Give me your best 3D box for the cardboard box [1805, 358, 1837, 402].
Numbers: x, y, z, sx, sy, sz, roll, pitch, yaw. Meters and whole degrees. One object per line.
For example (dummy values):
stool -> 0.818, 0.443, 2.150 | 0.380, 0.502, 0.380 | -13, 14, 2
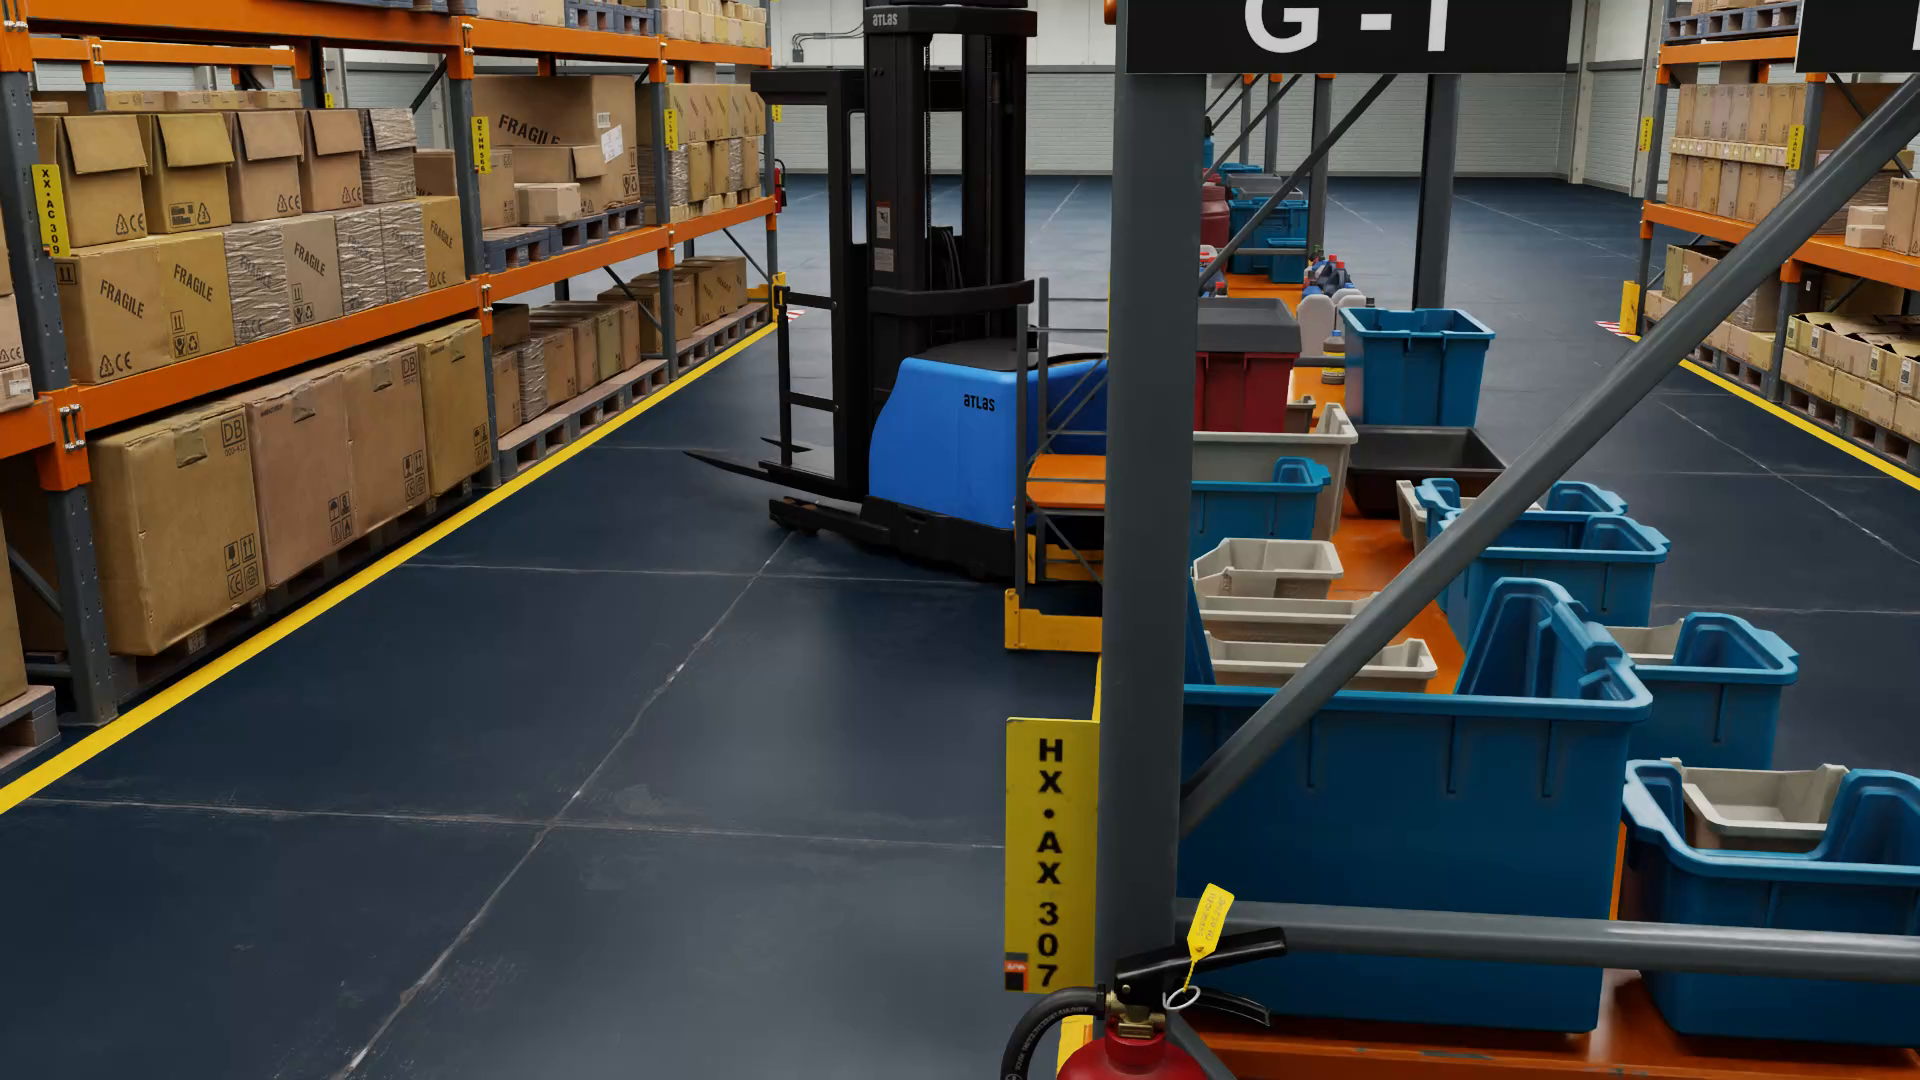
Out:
cardboard box -> 6.573, -1.172, 12.211 | 0.500, 0.250, 0.500 | 2, 15, 8

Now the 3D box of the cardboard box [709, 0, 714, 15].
cardboard box -> -2.472, -4.869, 15.200 | 0.380, 0.149, 0.250 | 2, 15, 8

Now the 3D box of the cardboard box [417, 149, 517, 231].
cardboard box -> -3.386, -2.321, 11.004 | 0.700, 0.500, 0.500 | 4, 16, 15

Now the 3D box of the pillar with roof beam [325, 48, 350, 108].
pillar with roof beam -> -11.235, -13.133, 40.491 | 9.100, 9.000, 0.400 | 2, 15, 6

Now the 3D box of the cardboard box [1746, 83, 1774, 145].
cardboard box -> 7.080, -3.577, 13.966 | 0.700, 0.500, 0.500 | 2, 15, 6

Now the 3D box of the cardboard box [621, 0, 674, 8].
cardboard box -> -2.576, -4.462, 13.694 | 0.380, 0.149, 0.250 | 1, 15, 5

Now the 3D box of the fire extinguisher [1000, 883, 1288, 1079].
fire extinguisher -> 0.179, 0.683, 1.754 | 0.296, 0.674, 0.183 | 2, 15, 6

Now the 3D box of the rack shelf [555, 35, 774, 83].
rack shelf -> -2.694, -4.438, 15.461 | 1.077, 0.370, 4.000 | 2, 15, 6

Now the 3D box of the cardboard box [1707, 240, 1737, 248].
cardboard box -> 7.610, -2.653, 16.253 | 0.500, 0.500, 0.500 | 2, 15, 6

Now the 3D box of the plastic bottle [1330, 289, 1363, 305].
plastic bottle -> 1.661, -0.947, 7.156 | 0.152, 0.276, 0.135 | 2, 15, 6

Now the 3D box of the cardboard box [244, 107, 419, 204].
cardboard box -> -3.469, -2.125, 9.160 | 0.797, 0.503, 0.637 | 2, 15, 8

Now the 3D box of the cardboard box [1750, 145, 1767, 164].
cardboard box -> 6.858, -3.228, 13.919 | 0.380, 0.149, 0.250 | 2, 15, 6

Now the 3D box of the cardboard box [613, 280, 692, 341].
cardboard box -> -2.777, -2.066, 15.041 | 0.500, 0.500, 0.500 | 7, 17, 24

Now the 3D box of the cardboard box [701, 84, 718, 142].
cardboard box -> -2.504, -3.862, 15.021 | 0.500, 0.500, 0.500 | 2, 15, 6

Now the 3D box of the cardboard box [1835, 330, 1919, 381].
cardboard box -> 6.510, -1.308, 11.643 | 0.500, 0.311, 0.500 | 1, 15, 4

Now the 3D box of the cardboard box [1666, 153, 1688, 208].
cardboard box -> 7.309, -3.491, 16.134 | 0.700, 0.500, 0.500 | 2, 15, 6

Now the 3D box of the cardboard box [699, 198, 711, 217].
cardboard box -> -2.466, -3.003, 15.003 | 0.380, 0.149, 0.250 | 2, 15, 6

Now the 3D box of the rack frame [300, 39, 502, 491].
rack frame -> -3.371, -1.781, 10.003 | 1.000, 3.000, 0.127 | 2, 15, 6

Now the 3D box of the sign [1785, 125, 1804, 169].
sign -> 6.372, -2.998, 12.693 | 0.100, 0.325, 0.005 | 2, 15, 6

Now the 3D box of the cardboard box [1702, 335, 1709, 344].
cardboard box -> 6.922, -1.917, 14.969 | 0.500, 0.250, 0.500 | 2, 15, 6

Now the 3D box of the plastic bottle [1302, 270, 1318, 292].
plastic bottle -> 1.636, -1.122, 7.787 | 0.061, 0.283, 0.133 | 2, 15, 6

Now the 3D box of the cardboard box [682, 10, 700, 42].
cardboard box -> -2.559, -4.441, 14.380 | 0.500, 0.250, 0.500 | 2, 15, 6

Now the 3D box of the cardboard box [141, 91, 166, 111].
cardboard box -> -7.814, -3.825, 15.207 | 0.875, 0.550, 0.550 | 2, 15, 6

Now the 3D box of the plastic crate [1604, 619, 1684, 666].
plastic crate -> 1.198, 0.227, 2.967 | 0.250, 0.136, 0.298 | 2, 15, 6

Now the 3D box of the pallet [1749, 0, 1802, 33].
pallet -> 6.994, -4.153, 13.198 | 1.003, 0.211, 1.213 | 2, 15, 6

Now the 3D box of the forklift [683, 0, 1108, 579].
forklift -> -0.434, -1.531, 9.210 | 1.130, 2.935, 3.031 | -14, 21, -42

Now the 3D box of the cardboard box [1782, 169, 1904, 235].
cardboard box -> 6.967, -2.690, 13.170 | 0.700, 0.500, 0.500 | 1, 15, 5

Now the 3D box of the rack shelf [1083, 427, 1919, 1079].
rack shelf -> 0.874, 0.268, 3.803 | 1.077, 0.370, 4.000 | 2, 15, 6

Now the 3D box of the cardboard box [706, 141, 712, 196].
cardboard box -> -2.759, -3.387, 15.179 | 0.875, 0.500, 0.500 | 2, 15, 6

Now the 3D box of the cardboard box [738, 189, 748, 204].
cardboard box -> -2.344, -3.459, 16.690 | 0.380, 0.149, 0.250 | 2, 15, 6

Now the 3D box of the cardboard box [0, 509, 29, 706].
cardboard box -> -3.976, 0.248, 5.765 | 0.875, 0.875, 0.875 | 2, 15, 6

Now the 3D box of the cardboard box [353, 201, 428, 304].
cardboard box -> -3.242, -1.565, 9.012 | 0.500, 0.500, 0.500 | 2, 15, 6

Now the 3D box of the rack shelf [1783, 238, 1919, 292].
rack shelf -> 6.698, -1.660, 10.933 | 1.077, 0.370, 4.000 | 2, 15, 6

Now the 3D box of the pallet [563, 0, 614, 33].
pallet -> -3.209, -3.750, 11.897 | 1.213, 0.211, 1.003 | 2, 15, 6

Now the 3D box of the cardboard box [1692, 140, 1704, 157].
cardboard box -> 7.029, -3.631, 15.409 | 0.380, 0.149, 0.250 | 1, 15, 5

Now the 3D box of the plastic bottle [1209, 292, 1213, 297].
plastic bottle -> 1.062, -0.909, 7.025 | 0.097, 0.271, 0.097 | 0, 15, 0

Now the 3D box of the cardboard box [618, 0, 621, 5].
cardboard box -> -3.049, -4.546, 14.006 | 0.380, 0.149, 0.250 | 2, 15, 7

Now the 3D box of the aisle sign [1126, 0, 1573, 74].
aisle sign -> 0.349, -0.805, 1.414 | 0.394, 0.787, 0.004 | 2, 15, 6

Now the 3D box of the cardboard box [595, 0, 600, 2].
cardboard box -> -2.926, -4.158, 12.499 | 0.396, 0.266, 0.258 | 2, 15, 8

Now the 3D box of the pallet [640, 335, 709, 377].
pallet -> -2.879, -1.648, 14.852 | 1.003, 0.211, 1.213 | 2, 15, 6

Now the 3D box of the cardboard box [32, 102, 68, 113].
cardboard box -> -7.886, -3.393, 13.857 | 0.700, 0.500, 0.500 | 1, 15, 5

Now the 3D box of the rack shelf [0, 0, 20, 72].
rack shelf -> -4.048, -1.326, 3.951 | 1.077, 0.370, 4.000 | 2, 15, 6

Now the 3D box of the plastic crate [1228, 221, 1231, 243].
plastic crate -> 2.086, -2.111, 11.627 | 0.450, 0.188, 0.662 | 2, 15, 6

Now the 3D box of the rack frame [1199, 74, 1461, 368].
rack frame -> 1.099, -0.598, 5.627 | 1.000, 3.000, 0.127 | 2, 15, 6

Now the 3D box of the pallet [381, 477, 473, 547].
pallet -> -3.534, -0.233, 9.619 | 1.003, 0.211, 1.213 | 2, 15, 6

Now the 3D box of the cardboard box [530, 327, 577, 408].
cardboard box -> -3.208, -1.253, 11.995 | 0.700, 0.500, 0.500 | 3, 15, 11

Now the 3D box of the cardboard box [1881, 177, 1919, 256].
cardboard box -> 6.761, -2.239, 11.504 | 0.500, 0.500, 0.500 | 3, 15, 10

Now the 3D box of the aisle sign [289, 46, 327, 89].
aisle sign -> -7.079, -5.293, 18.010 | 0.394, 0.787, 0.004 | 2, 15, 6

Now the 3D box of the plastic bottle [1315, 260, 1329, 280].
plastic bottle -> 1.828, -1.266, 8.343 | 0.097, 0.271, 0.097 | 0, 15, 0

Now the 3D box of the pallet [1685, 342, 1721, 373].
pallet -> 7.190, -1.702, 15.053 | 1.003, 0.211, 1.213 | 2, 15, 6

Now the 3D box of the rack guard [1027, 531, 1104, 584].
rack guard -> 0.625, 0.094, 8.201 | 0.587, 0.250, 0.087 | 2, 15, 8

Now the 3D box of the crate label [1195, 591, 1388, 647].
crate label -> 0.614, 0.173, 3.165 | 0.396, 0.136, 0.243 | 2, 15, 6

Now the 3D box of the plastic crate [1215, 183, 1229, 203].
plastic crate -> 2.187, -2.775, 13.797 | 0.767, 0.338, 0.504 | 2, 15, 6

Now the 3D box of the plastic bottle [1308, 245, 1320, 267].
plastic bottle -> 1.929, -1.462, 9.044 | 0.061, 0.283, 0.133 | 2, 15, 6

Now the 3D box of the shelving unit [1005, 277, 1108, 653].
shelving unit -> 0.556, -0.379, 7.560 | 0.587, 1.500, 1.083 | 2, 15, 8
